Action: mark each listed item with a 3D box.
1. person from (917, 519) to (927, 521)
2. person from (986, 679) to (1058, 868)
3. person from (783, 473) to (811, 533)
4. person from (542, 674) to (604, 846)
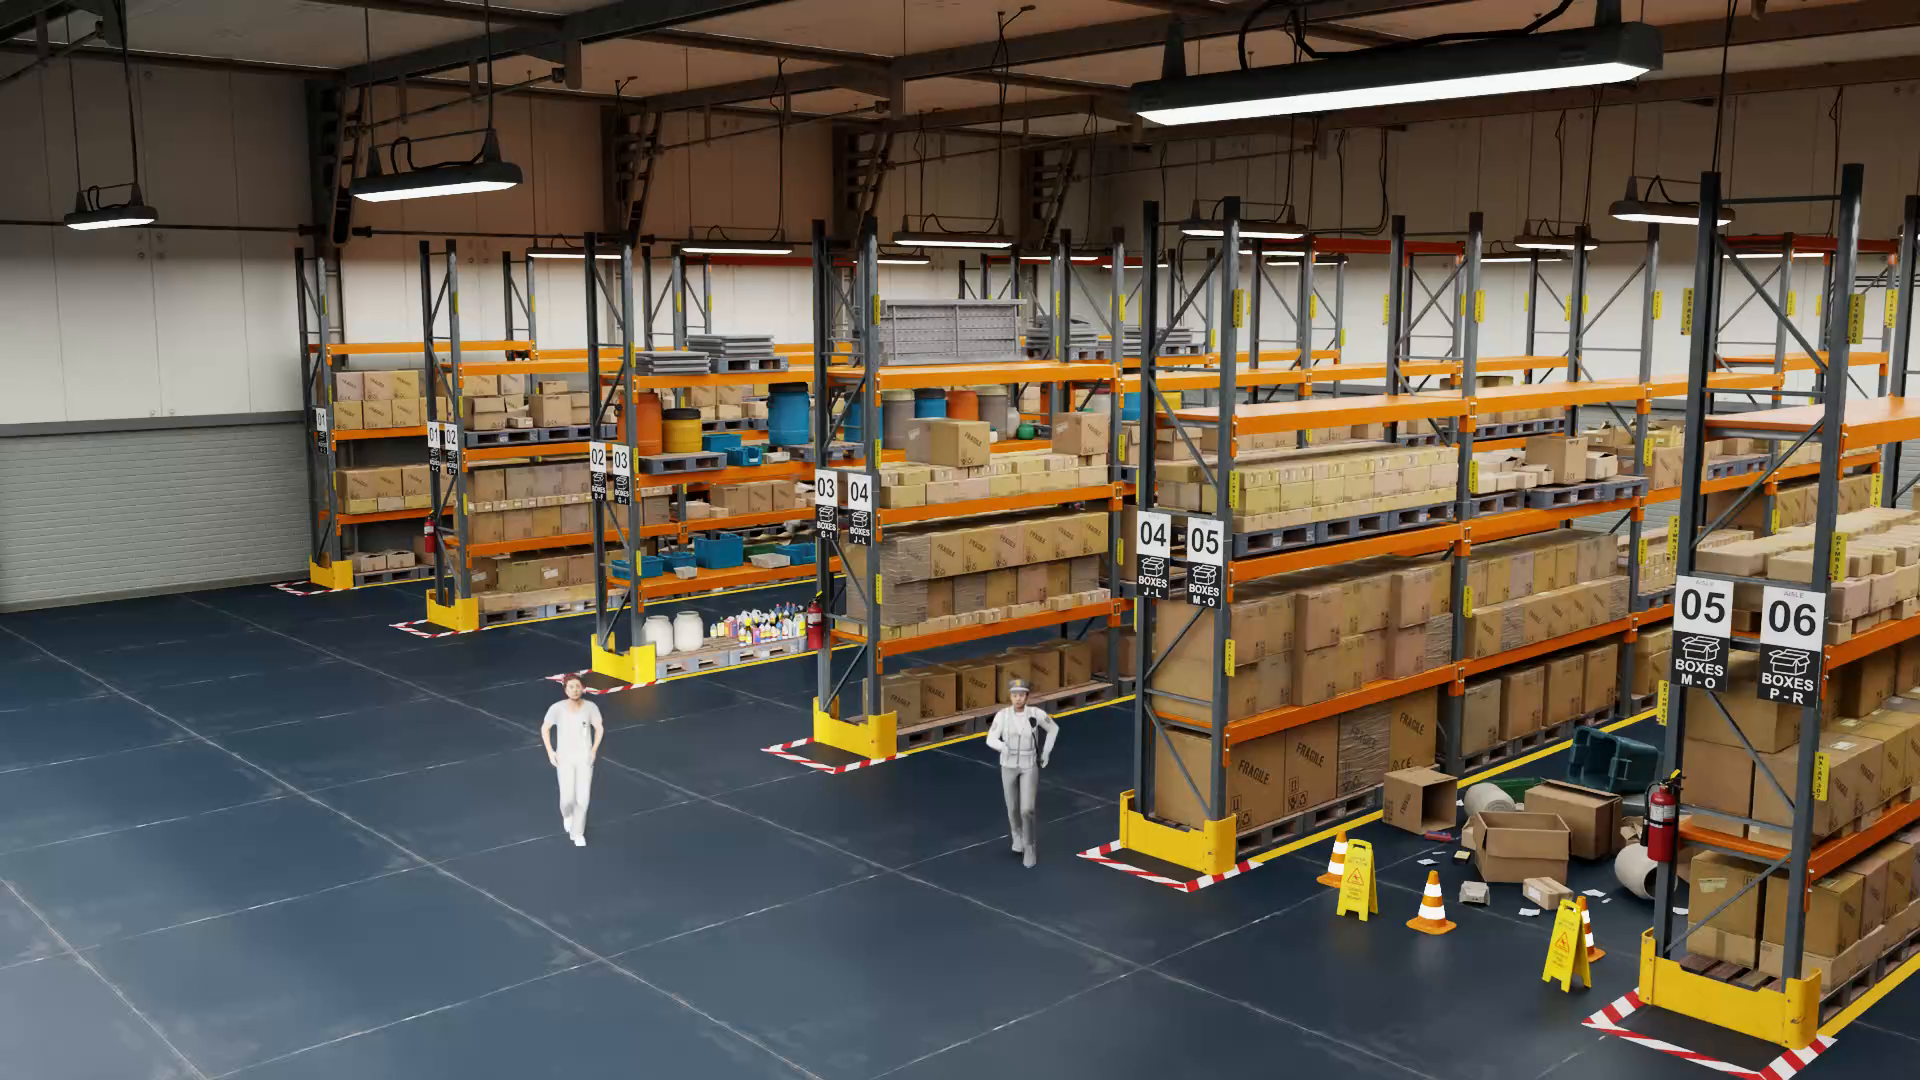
[{"bbox_3d":[-0.740,-0.169,29.078,0.756,1.761,0.638,-8,12,-44],"label":"person"},{"bbox_3d":[0.554,2.123,15.238,0.628,1.739,0.681,2,9,11],"label":"person"},{"bbox_3d":[-3.299,-0.499,32.723,0.698,1.735,0.633,8,11,42],"label":"person"},{"bbox_3d":[-3.656,2.069,15.759,0.573,1.634,0.536,-3,9,-17],"label":"person"}]
